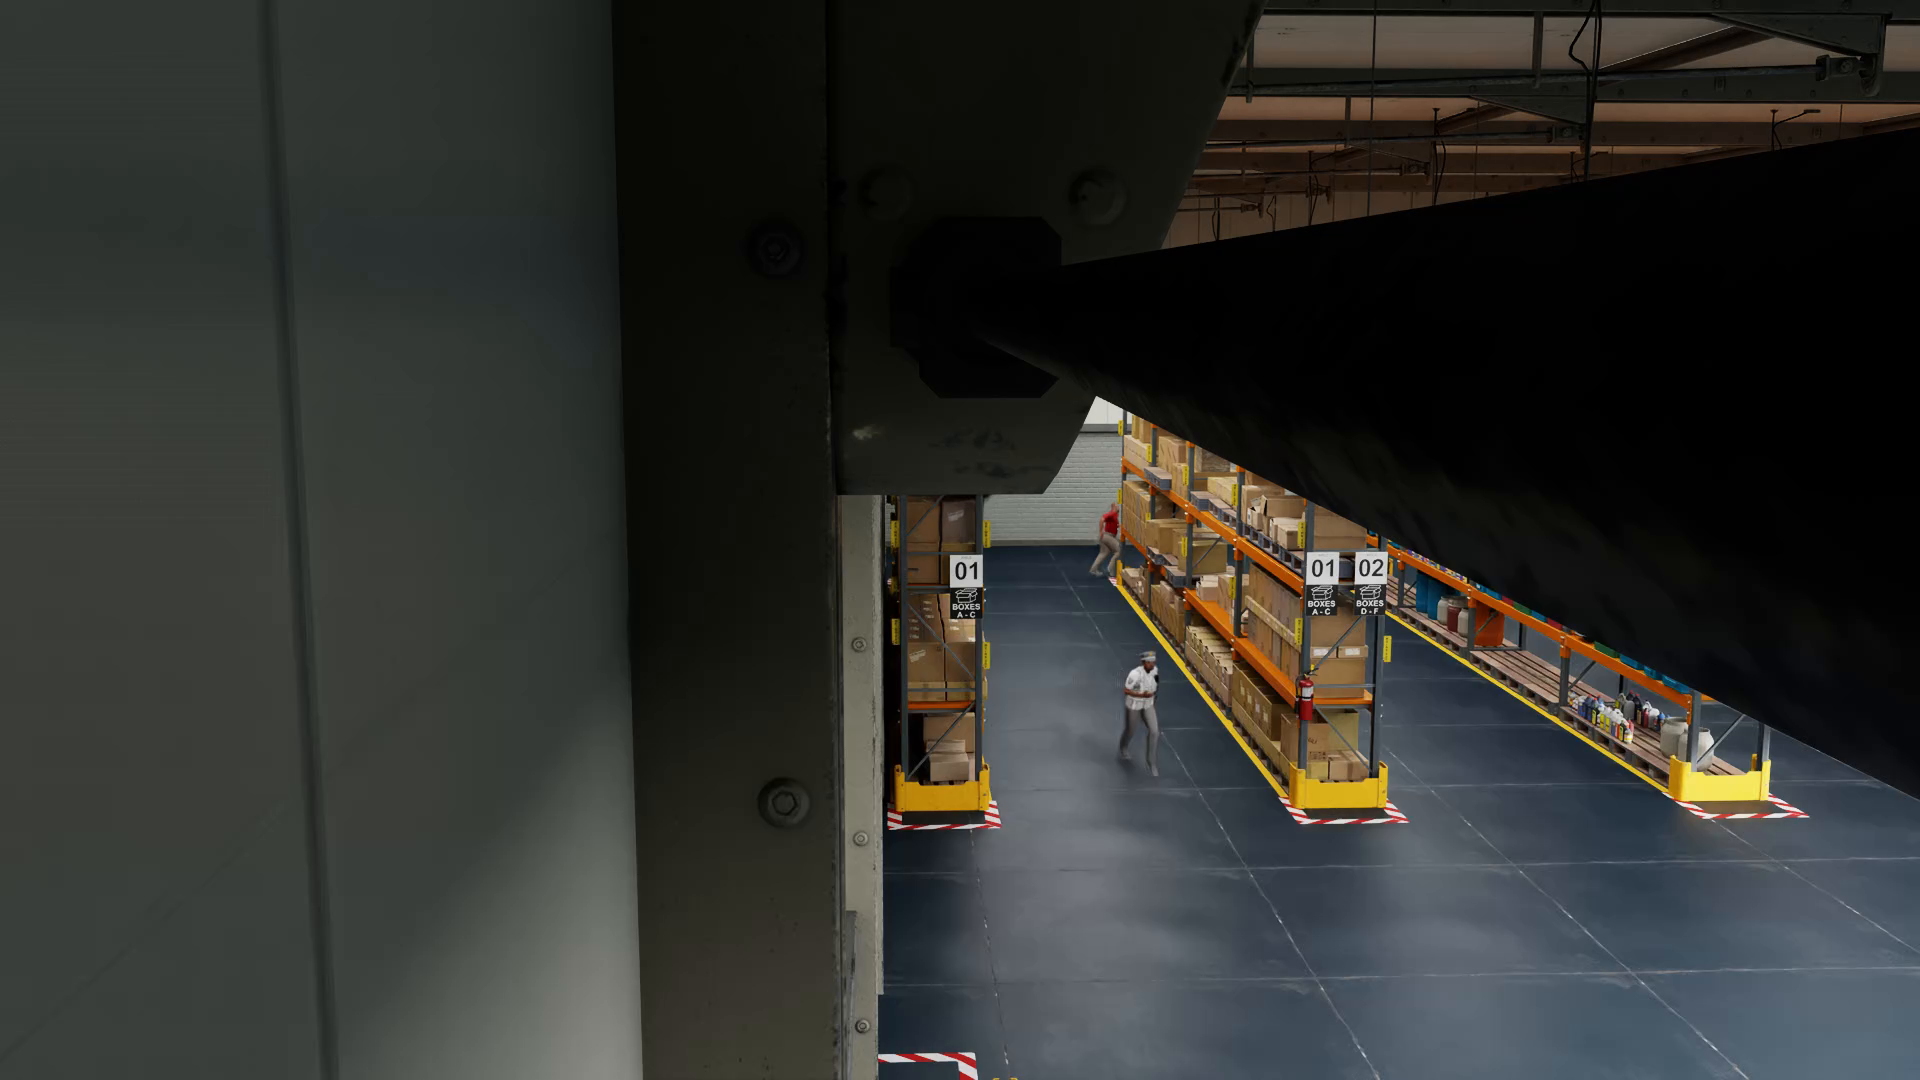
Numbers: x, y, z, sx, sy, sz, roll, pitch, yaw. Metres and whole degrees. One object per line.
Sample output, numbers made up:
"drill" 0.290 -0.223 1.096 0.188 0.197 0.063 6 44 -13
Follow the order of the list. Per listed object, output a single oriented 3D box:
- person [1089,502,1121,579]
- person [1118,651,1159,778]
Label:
"person" 3.347 0.016 37.310 0.854 1.750 0.646 0 8 -2
"person" 2.383 2.259 22.257 0.577 1.695 0.961 -3 9 -19
